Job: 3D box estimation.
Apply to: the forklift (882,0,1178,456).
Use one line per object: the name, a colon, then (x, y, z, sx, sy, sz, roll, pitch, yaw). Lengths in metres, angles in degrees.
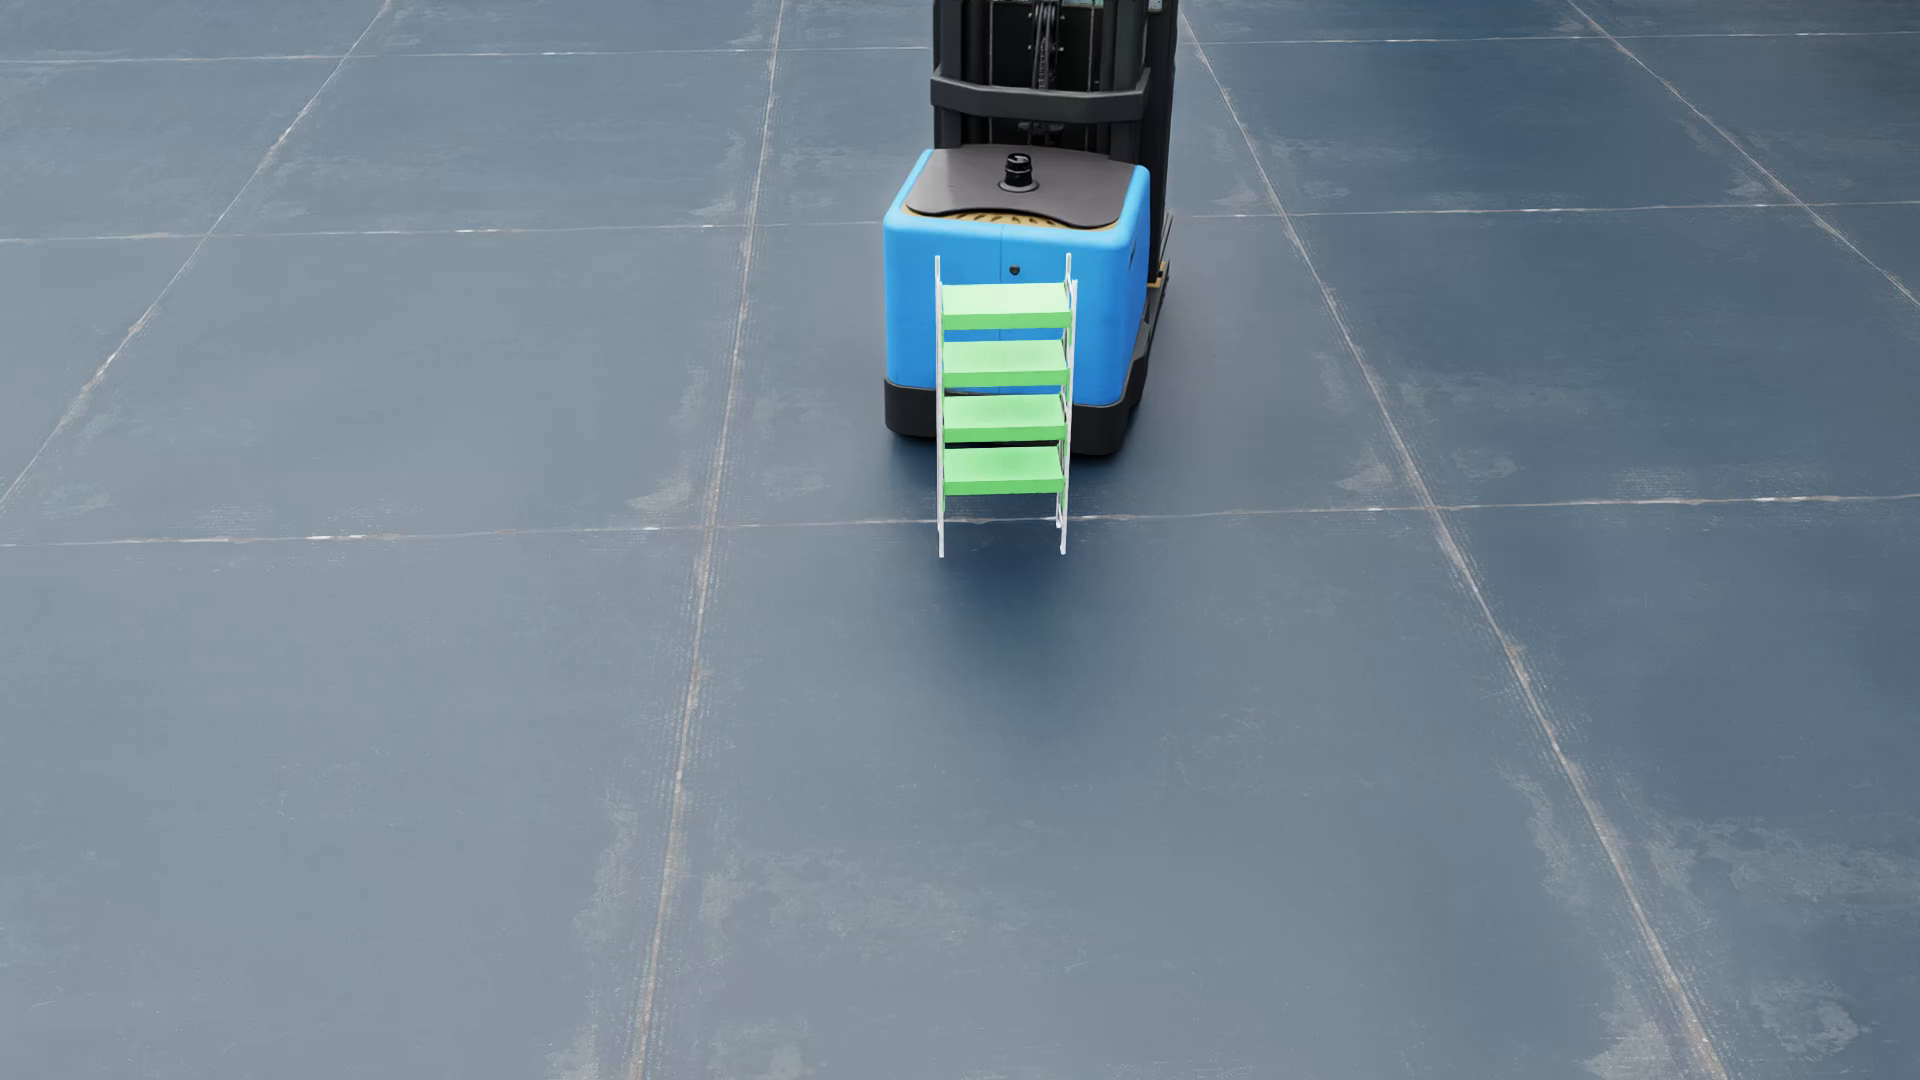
forklift: (0.469, -2.398, 7.639, 1.130, 2.935, 3.031, 7, 35, 10)

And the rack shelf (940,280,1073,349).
rack shelf: (0.165, -0.840, 6.178, 0.480, 0.148, 0.258, -2, 35, -2)

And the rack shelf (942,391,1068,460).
rack shelf: (0.165, -0.445, 6.451, 0.480, 0.148, 0.258, -2, 35, -2)

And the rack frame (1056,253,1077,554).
rack frame: (0.409, -0.504, 6.424, 0.015, 1.200, 0.240, -2, 35, -2)

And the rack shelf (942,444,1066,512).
rack shelf: (0.165, -0.248, 6.588, 0.480, 0.148, 0.258, -2, 35, -2)

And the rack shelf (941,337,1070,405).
rack shelf: (0.165, -0.643, 6.315, 0.480, 0.148, 0.258, -2, 35, -2)

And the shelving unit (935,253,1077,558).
shelving unit: (0.165, -0.498, 6.415, 0.503, 1.200, 0.258, -2, 35, -2)

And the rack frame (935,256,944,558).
rack frame: (-0.078, -0.491, 6.405, 0.015, 1.200, 0.240, -2, 35, -2)
